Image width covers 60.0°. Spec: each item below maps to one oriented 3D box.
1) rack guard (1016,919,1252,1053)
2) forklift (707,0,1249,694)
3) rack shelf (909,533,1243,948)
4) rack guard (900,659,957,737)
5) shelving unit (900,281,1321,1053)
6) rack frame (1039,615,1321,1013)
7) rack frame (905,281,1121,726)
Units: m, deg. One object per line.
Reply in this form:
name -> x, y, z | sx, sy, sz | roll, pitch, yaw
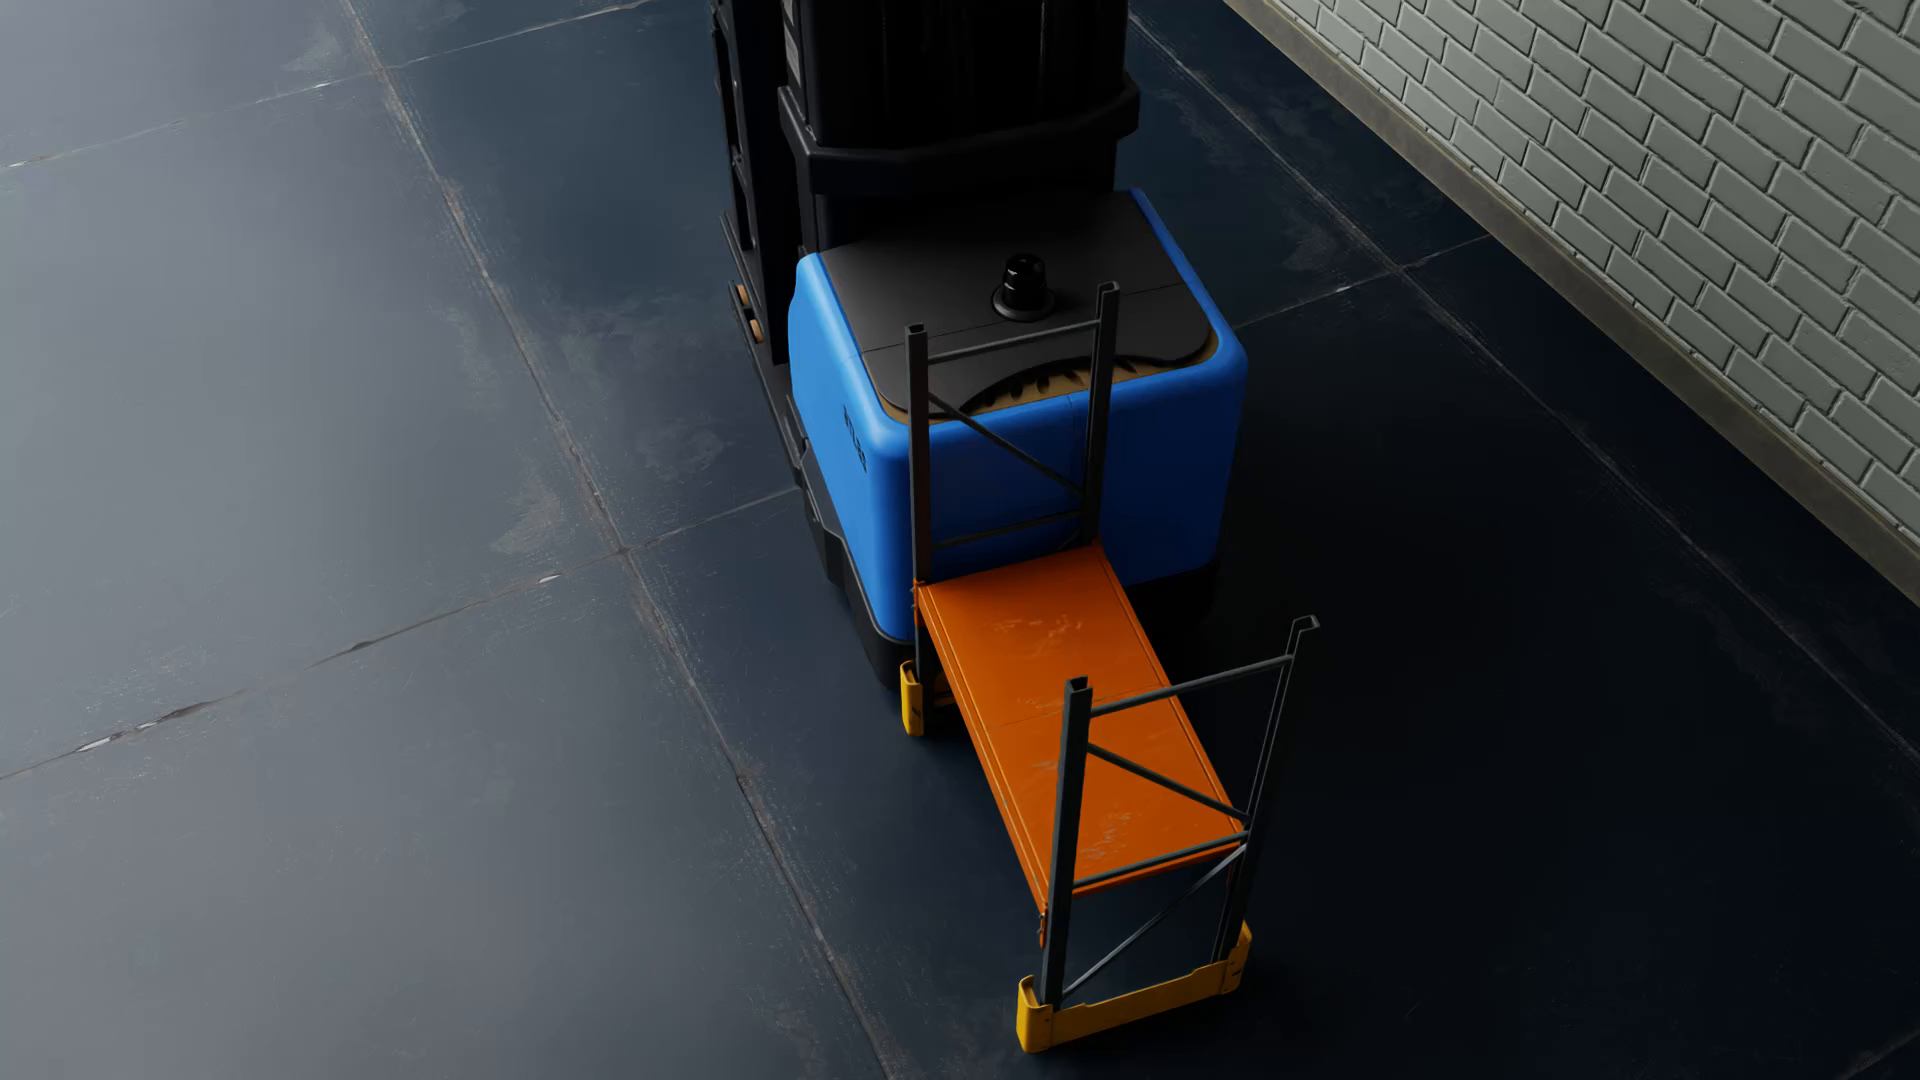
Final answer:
rack guard -> 0.428, 1.100, 4.121 | 0.587, 0.250, 0.087 | -14, 50, -12
forklift -> -0.178, -1.656, 4.751 | 1.130, 2.935, 3.031 | -14, 50, -12
rack shelf -> 0.277, 0.457, 4.093 | 0.538, 0.185, 1.000 | -14, 50, -12
rack guard -> 0.121, 0.387, 4.745 | 0.587, 0.250, 0.087 | -14, 50, -12
shelving unit -> 0.275, 0.332, 3.963 | 0.587, 1.500, 1.083 | -14, 50, -12
rack frame -> 0.434, 0.703, 3.639 | 0.500, 1.500, 0.032 | -14, 50, -12
rack frame -> 0.121, -0.025, 4.275 | 0.500, 1.500, 0.032 | -14, 50, -12
